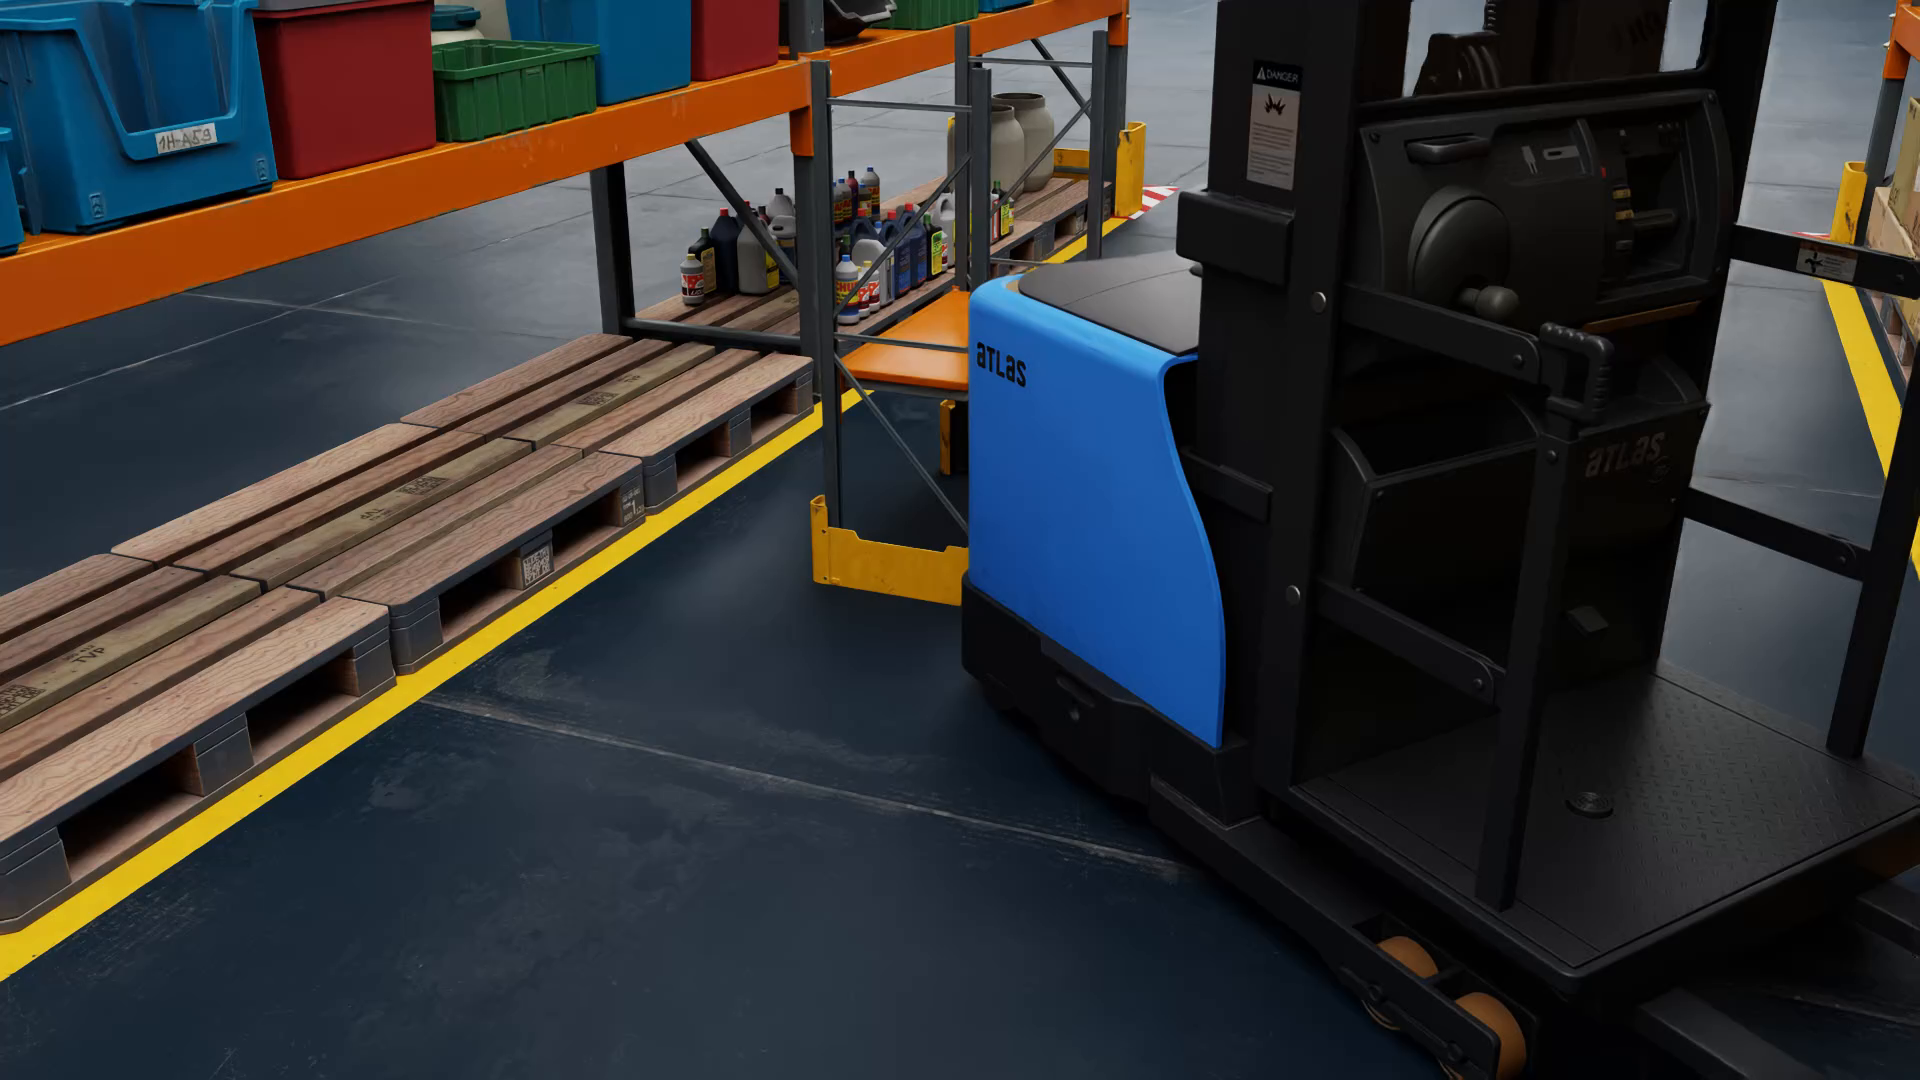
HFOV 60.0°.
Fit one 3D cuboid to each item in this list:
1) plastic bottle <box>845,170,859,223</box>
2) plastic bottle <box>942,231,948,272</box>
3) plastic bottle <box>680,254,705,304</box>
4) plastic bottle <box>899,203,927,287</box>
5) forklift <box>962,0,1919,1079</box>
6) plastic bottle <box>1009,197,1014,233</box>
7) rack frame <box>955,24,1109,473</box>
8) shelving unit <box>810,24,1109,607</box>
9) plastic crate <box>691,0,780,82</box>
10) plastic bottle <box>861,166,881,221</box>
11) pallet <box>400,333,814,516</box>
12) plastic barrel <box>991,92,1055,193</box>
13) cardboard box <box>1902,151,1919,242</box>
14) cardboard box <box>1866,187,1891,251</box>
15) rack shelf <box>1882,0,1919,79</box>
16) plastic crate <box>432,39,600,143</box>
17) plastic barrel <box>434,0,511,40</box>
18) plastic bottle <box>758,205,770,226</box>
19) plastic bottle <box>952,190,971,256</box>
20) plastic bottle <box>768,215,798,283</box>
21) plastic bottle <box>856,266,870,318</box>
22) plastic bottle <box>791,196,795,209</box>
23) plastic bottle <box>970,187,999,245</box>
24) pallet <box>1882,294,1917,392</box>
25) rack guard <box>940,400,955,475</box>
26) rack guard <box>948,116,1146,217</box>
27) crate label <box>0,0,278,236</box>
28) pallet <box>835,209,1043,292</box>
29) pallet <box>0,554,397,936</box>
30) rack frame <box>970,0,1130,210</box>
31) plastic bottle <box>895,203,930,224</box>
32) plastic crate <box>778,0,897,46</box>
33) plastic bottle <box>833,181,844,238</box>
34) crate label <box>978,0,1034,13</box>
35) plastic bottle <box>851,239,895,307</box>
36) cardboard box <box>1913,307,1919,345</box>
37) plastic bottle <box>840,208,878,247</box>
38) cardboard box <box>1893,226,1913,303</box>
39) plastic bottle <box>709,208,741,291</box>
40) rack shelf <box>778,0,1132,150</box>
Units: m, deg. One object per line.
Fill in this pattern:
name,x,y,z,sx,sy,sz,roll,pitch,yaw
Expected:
plastic bottle,-0.565,-1.730,8.453,0.061,0.283,0.133,9,24,21
plastic bottle,-0.105,-1.338,7.621,0.097,0.201,0.097,0,23,0
plastic bottle,-1.142,-1.118,7.094,0.097,0.201,0.097,0,23,0
plastic bottle,-0.232,-1.309,7.358,0.144,0.351,0.185,8,24,18
forklift,1.195,-0.587,2.854,1.130,2.935,3.031,-13,26,-28
plastic bottle,0.223,-1.655,8.379,0.097,0.201,0.097,0,23,0
rack frame,0.221,-0.904,5.470,0.500,1.500,0.032,9,24,20
shelving unit,0.028,-0.719,5.026,0.587,1.500,1.083,9,24,20
plastic crate,-0.883,-1.844,5.689,0.402,0.464,0.583,9,24,20
plastic bottle,-0.464,-1.803,8.643,0.097,0.271,0.097,0,23,0
pallet,-1.243,-0.458,6.073,1.003,0.211,1.213,9,24,20
plastic barrel,0.325,-2.262,9.457,0.421,0.512,0.421,0,23,0
cardboard box,4.333,-1.503,7.007,0.500,0.500,0.500,9,24,20
cardboard box,4.691,-1.517,8.013,0.500,0.250,0.500,9,24,20
rack shelf,4.353,-1.705,6.372,1.077,0.370,4.000,9,24,20
plastic crate,-1.372,-1.270,4.673,0.450,0.188,0.662,9,24,20
plastic barrel,-1.546,-1.783,5.451,0.433,0.535,0.433,0,23,0
plastic bottle,-0.922,-1.386,7.629,0.061,0.283,0.133,11,25,24
plastic bottle,-0.005,-1.528,7.882,0.144,0.351,0.185,10,25,22
plastic bottle,-0.797,-1.306,7.447,0.152,0.276,0.135,9,24,20
plastic bottle,-0.424,-1.031,6.886,0.097,0.201,0.097,0,23,0
plastic bottle,-0.760,-1.491,7.891,0.152,0.276,0.135,9,24,21
plastic bottle,0.104,-1.603,8.158,0.152,0.276,0.135,9,24,20
pallet,4.396,-0.751,6.774,1.003,0.211,1.213,9,24,20
rack guard,0.213,-0.321,5.694,0.587,0.250,0.087,9,24,20
rack guard,0.514,-2.275,10.049,1.175,0.500,0.348,9,24,20
crate label,-1.853,-0.933,3.546,0.502,0.435,0.616,9,24,20
pallet,-0.247,-1.417,8.369,1.003,0.211,1.213,9,24,20
pallet,-2.149,0.415,3.982,1.003,0.211,1.213,9,24,20
rack frame,0.499,-3.463,9.648,1.000,3.000,0.127,9,24,20
plastic bottle,-0.221,-1.439,7.766,0.152,0.276,0.135,9,24,20
plastic crate,-0.675,-2.172,6.638,0.767,0.338,0.504,9,24,20
plastic bottle,-0.629,-1.644,8.263,0.097,0.271,0.097,0,23,0
crate label,0.066,-2.782,7.972,0.502,0.435,0.616,9,24,20
plastic bottle,-0.367,-1.148,7.071,0.152,0.276,0.135,10,25,22
cardboard box,3.947,-0.802,6.300,0.500,0.250,0.500,9,24,20
plastic bottle,-0.436,-1.262,7.246,0.144,0.351,0.185,9,24,20
cardboard box,4.322,-1.159,7.155,0.500,0.250,0.500,9,24,20
plastic bottle,-1.016,-1.284,7.298,0.144,0.351,0.185,8,24,19
rack shelf,-0.244,-2.415,8.073,1.077,0.370,4.000,9,24,20
